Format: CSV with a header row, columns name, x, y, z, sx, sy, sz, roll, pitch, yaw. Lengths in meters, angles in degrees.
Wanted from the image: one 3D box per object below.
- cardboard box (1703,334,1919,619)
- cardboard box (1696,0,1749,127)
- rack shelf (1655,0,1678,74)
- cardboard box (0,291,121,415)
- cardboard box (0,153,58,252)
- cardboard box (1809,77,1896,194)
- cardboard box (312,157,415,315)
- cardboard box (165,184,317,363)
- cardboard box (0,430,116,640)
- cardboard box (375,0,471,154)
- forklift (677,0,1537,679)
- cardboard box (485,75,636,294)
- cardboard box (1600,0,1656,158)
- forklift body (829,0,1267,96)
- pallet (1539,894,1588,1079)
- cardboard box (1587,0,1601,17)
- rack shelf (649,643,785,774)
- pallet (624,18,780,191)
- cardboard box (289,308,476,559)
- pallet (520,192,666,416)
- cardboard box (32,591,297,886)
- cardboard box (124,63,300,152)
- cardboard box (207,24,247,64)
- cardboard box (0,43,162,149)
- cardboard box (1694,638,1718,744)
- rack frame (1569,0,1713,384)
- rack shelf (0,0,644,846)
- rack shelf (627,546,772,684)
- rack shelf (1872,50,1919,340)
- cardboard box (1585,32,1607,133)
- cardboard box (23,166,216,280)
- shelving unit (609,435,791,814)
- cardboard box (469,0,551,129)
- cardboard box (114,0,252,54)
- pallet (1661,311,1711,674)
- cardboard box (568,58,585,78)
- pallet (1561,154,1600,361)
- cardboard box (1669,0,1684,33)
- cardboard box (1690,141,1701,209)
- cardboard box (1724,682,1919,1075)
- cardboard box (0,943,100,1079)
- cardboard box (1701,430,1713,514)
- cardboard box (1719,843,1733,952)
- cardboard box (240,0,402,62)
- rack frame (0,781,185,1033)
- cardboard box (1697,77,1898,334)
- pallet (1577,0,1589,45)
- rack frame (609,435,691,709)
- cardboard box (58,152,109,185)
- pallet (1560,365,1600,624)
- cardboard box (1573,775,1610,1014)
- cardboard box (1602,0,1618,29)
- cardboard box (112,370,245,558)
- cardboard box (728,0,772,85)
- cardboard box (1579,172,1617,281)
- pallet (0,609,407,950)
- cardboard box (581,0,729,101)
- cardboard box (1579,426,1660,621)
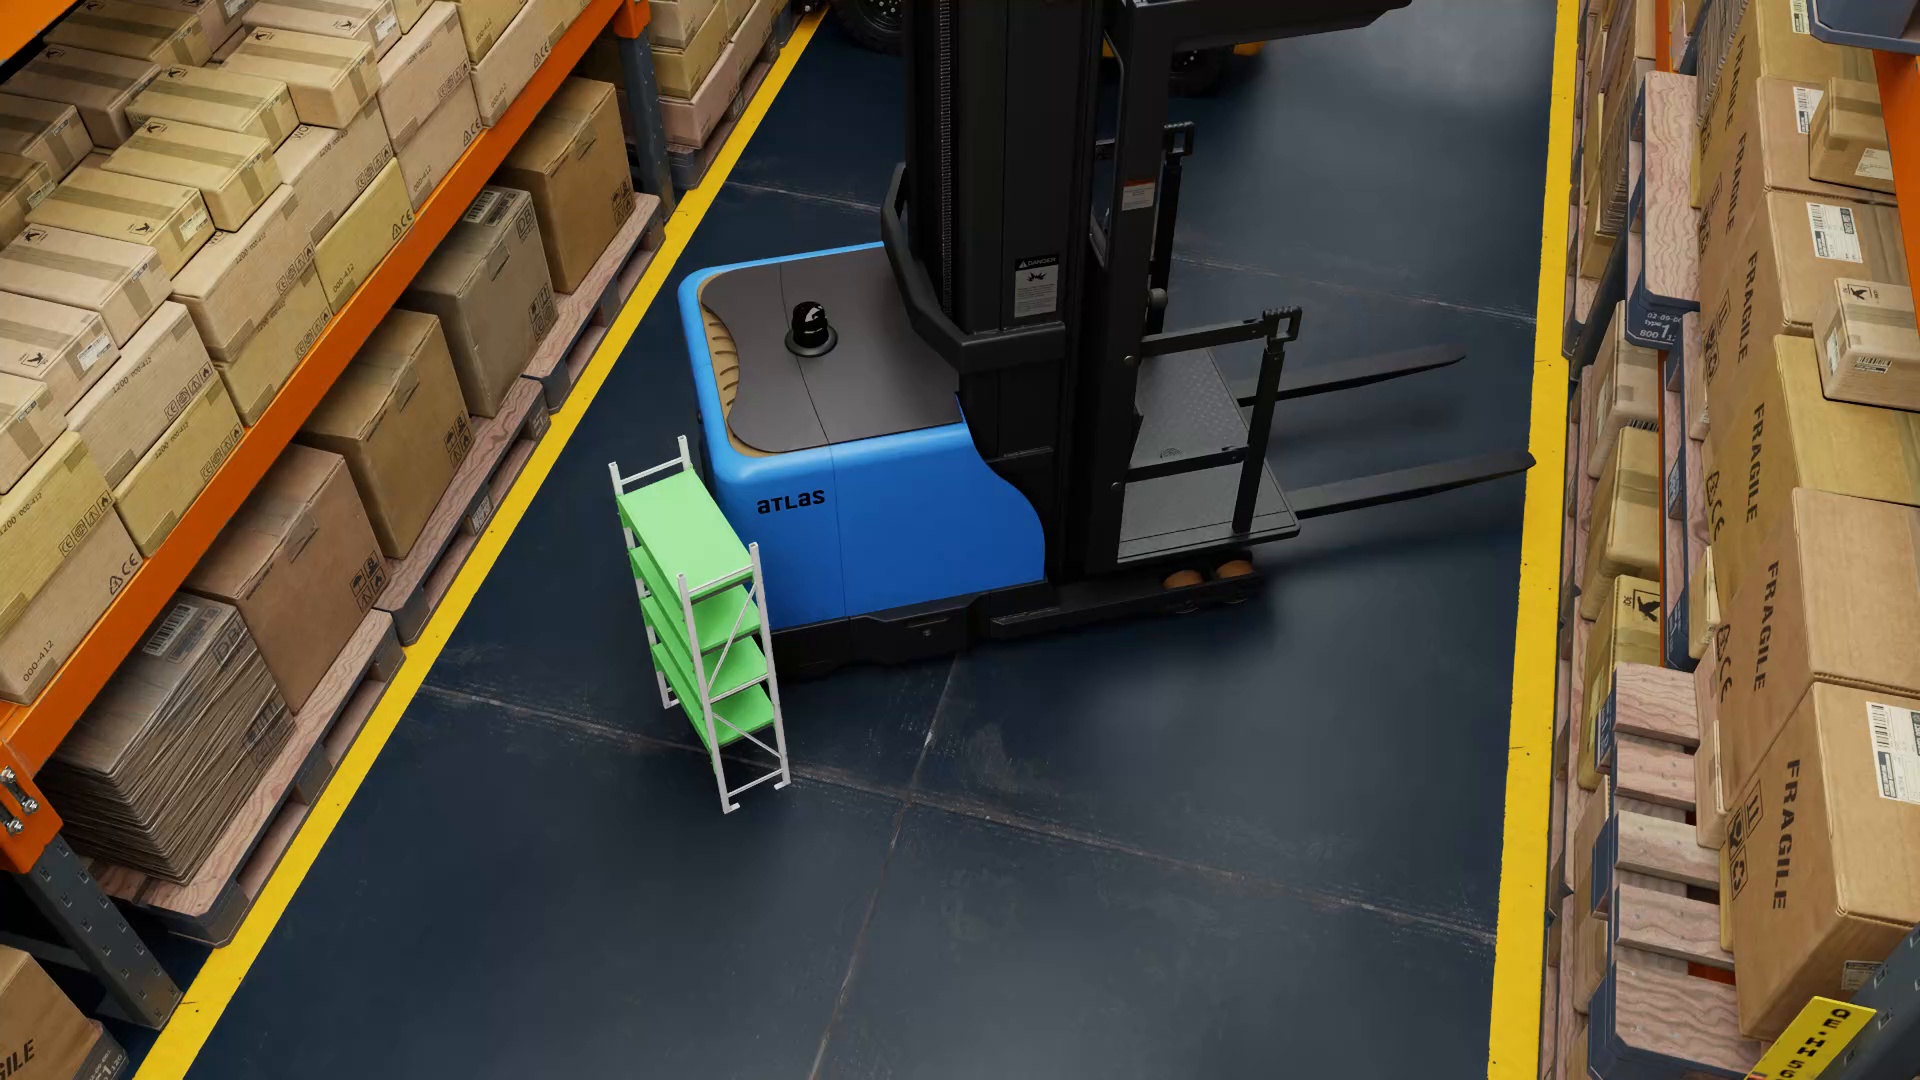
name,x,y,z,sx,sy,sz,roll,pitch,yaw
cardboard box,2.053,-0.088,3.782,0.500,0.500,0.500,9,49,7
cardboard box,2.598,-1.574,5.093,0.500,0.500,0.500,13,50,11
rack shelf,3.524,-2.794,7.196,1.077,0.370,4.000,12,50,10
cardboard box,-2.365,-0.474,4.168,0.380,0.149,0.250,13,50,11
cardboard box,-2.725,-0.944,4.583,0.380,0.149,0.250,11,50,10
cardboard box,2.346,-0.995,4.149,0.380,0.149,0.250,14,50,12
cardboard box,-2.088,-1.004,5.236,0.500,0.250,0.500,13,50,11
cardboard box,-2.204,-0.795,4.718,0.500,0.250,0.500,10,49,9
cardboard box,-2.468,-0.053,4.063,0.500,0.250,0.500,12,50,10
cardboard box,-1.943,-1.531,5.367,0.500,0.250,0.500,12,50,11
forklift,0.605,-1.081,5.249,3.031,2.935,1.130,-10,49,-9
cardboard box,-1.919,-1.536,6.909,0.875,0.625,0.625,14,50,12
cardboard box,3.027,-1.912,6.991,0.500,0.500,0.500,12,50,11
forklift body,0.522,-3.443,7.855,2.313,2.155,1.214,12,50,10
pallet,2.152,1.665,4.640,1.003,0.211,1.213,12,50,10
cardboard box,3.430,-2.812,8.285,0.500,0.250,0.500,13,50,11
rack shelf,-0.794,0.496,5.418,0.258,0.148,0.480,-24,53,-19
pallet,-1.542,-2.207,8.057,1.003,0.211,1.213,12,50,10
cardboard box,-2.326,-0.432,5.935,0.875,0.625,0.625,10,49,8
pallet,-1.948,-1.099,7.079,1.003,0.211,1.213,12,50,10
cardboard box,-2.667,0.529,5.086,0.875,0.625,0.625,13,50,11
cardboard box,-2.172,-1.232,4.838,0.380,0.149,0.250,12,50,10
cardboard box,-2.461,-1.631,5.456,0.500,0.250,0.500,10,49,9
cardboard box,-2.569,-1.307,4.903,0.380,0.149,0.250,13,50,11
cardboard box,1.902,0.388,3.794,0.380,0.149,0.250,9,49,8
rack frame,2.998,-1.586,5.649,1.000,3.000,0.127,12,50,10
rack shelf,-2.318,-0.878,5.504,1.077,0.370,4.000,12,50,10
rack shelf,-0.794,0.178,5.058,0.258,0.148,0.480,-24,53,-19
rack shelf,2.471,-0.894,3.517,1.077,0.370,4.000,12,50,10
cardboard box,3.163,-2.050,7.612,0.500,0.250,0.500,12,50,11
cardboard box,-2.271,-0.853,4.503,0.380,0.149,0.250,12,50,10
shelving unit,-0.794,0.295,5.190,0.258,1.200,0.503,-24,53,-19
cardboard box,-1.799,-1.732,5.878,0.500,0.250,0.500,11,50,10
cardboard box,-2.478,-1.687,5.239,0.380,0.149,0.250,11,50,10
pallet,2.426,-0.069,4.438,1.003,0.211,1.213,12,50,10
cardboard box,-1.861,-2.350,7.544,0.500,0.250,0.500,11,49,9
pallet,3.140,-1.156,7.129,1.003,0.211,1.213,12,50,10
cardboard box,2.847,-1.977,6.162,0.380,0.149,0.250,13,50,11
cardboard box,2.473,-1.125,5.130,0.380,0.149,0.250,12,50,11
cardboard box,1.796,0.653,3.128,0.500,0.500,0.500,10,49,9
cardboard box,-2.749,1.367,4.430,0.500,0.500,0.500,13,50,11
cardboard box,2.136,-0.168,4.285,0.380,0.149,0.250,10,49,9
cardboard box,1.805,0.760,3.466,0.380,0.149,0.250,12,50,11
cardboard box,-1.976,-1.589,5.153,0.380,0.149,0.250,12,50,10
rack frame,-2.845,0.331,3.958,1.000,3.000,0.127,12,50,10
cardboard box,2.323,-0.857,4.460,0.500,0.500,0.500,11,50,10
pallet,3.783,-2.921,8.687,1.003,0.211,1.213,12,50,10
rack frame,-0.916,0.136,5.329,0.240,1.200,0.015,-24,53,-19
cardboard box,-2.727,-0.897,4.808,0.500,0.250,0.500,11,50,10
pallet,2.794,-0.100,6.197,1.003,0.211,1.213,12,50,10
cardboard box,2.290,1.096,4.755,0.950,0.372,0.625,11,49,9
cardboard box,3.292,-2.670,7.659,0.500,0.500,0.500,12,50,11
cardboard box,-2.355,-0.255,4.575,0.500,0.250,0.500,11,49,9
cardboard box,-1.226,-2.447,7.963,0.500,0.250,0.500,11,49,9
cardboard box,2.894,-1.296,6.947,0.500,0.250,0.500,14,50,12
pallet,-2.590,0.666,5.522,1.003,0.211,1.213,12,50,10
cardboard box,-1.367,-2.246,7.452,0.500,0.250,0.500,11,50,10
cardboard box,2.676,0.045,5.682,0.950,0.372,0.625,14,50,12
